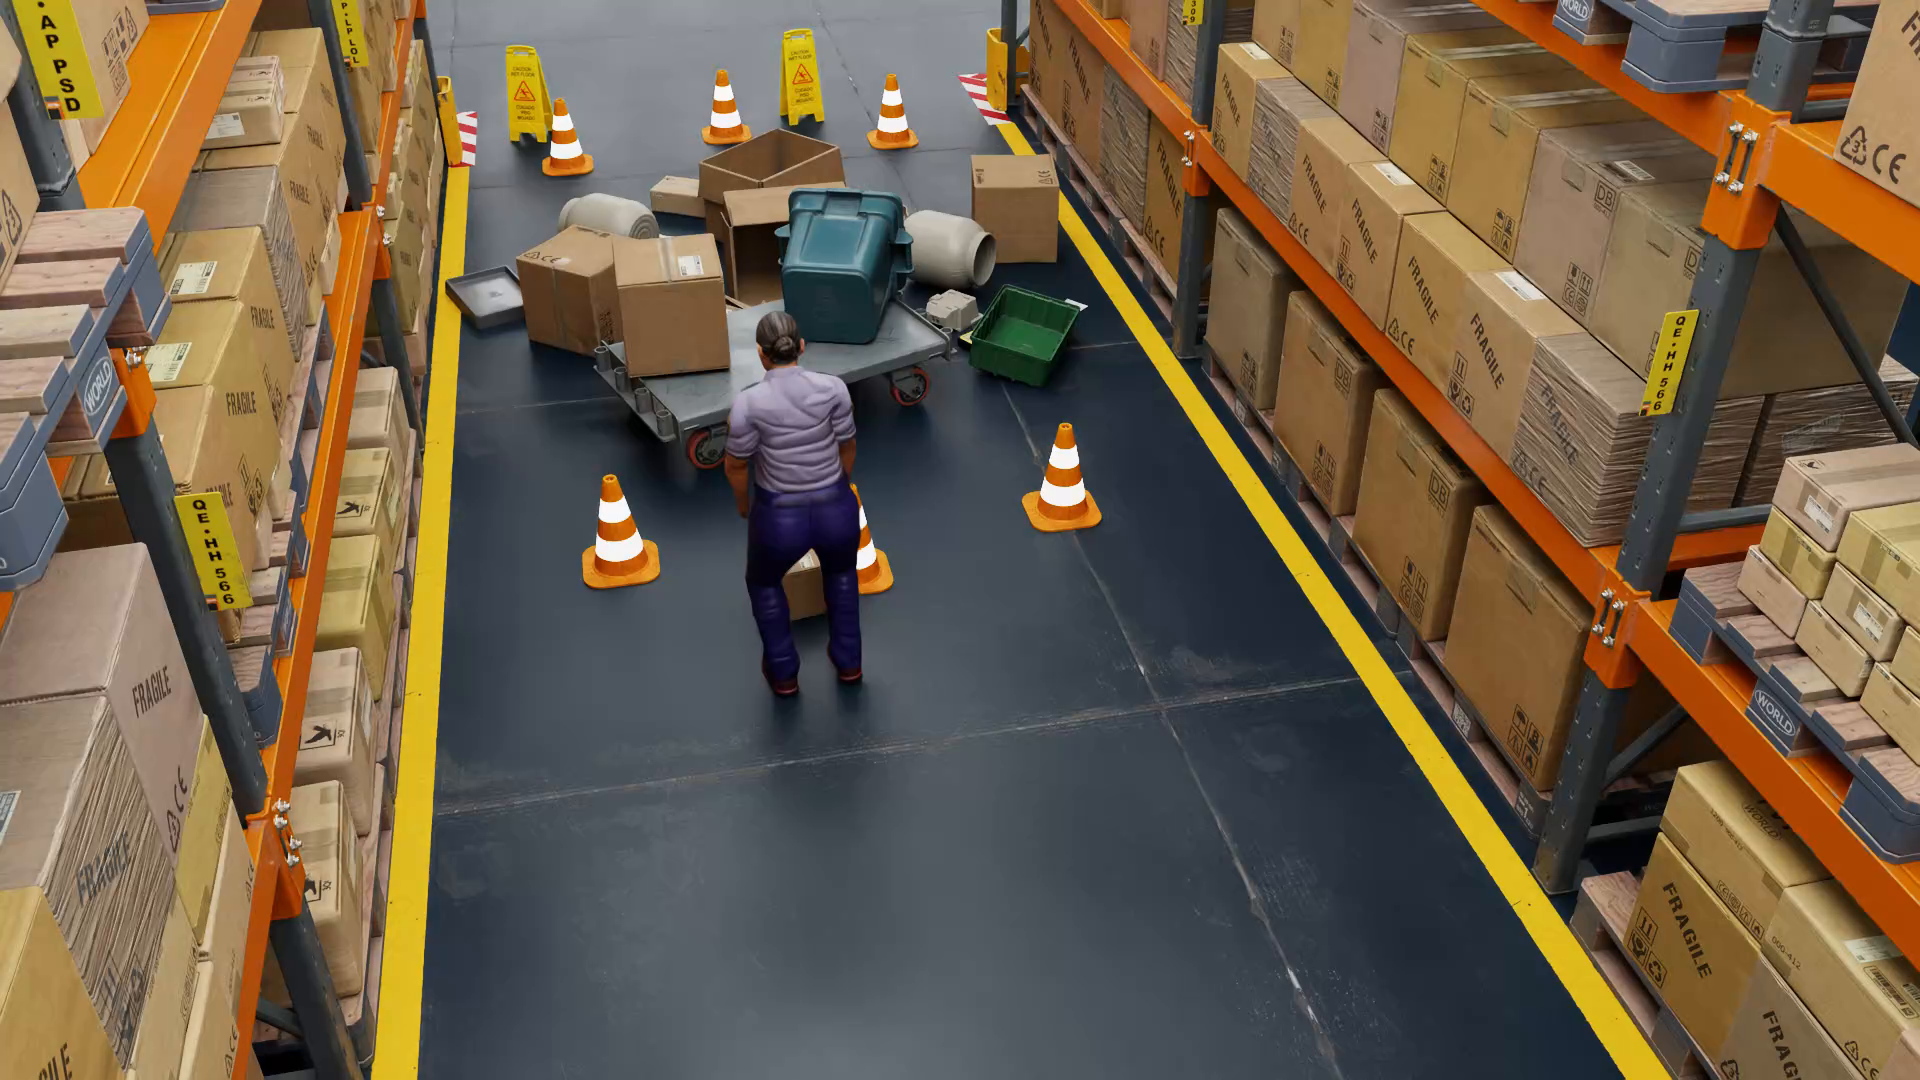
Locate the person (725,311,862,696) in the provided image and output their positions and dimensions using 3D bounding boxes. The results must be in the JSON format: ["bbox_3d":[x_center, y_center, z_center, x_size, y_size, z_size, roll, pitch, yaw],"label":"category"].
[{"bbox_3d":[-0.629,-0.098,6.365,0.504,1.587,0.425,-9,35,-12],"label":"person"}]
